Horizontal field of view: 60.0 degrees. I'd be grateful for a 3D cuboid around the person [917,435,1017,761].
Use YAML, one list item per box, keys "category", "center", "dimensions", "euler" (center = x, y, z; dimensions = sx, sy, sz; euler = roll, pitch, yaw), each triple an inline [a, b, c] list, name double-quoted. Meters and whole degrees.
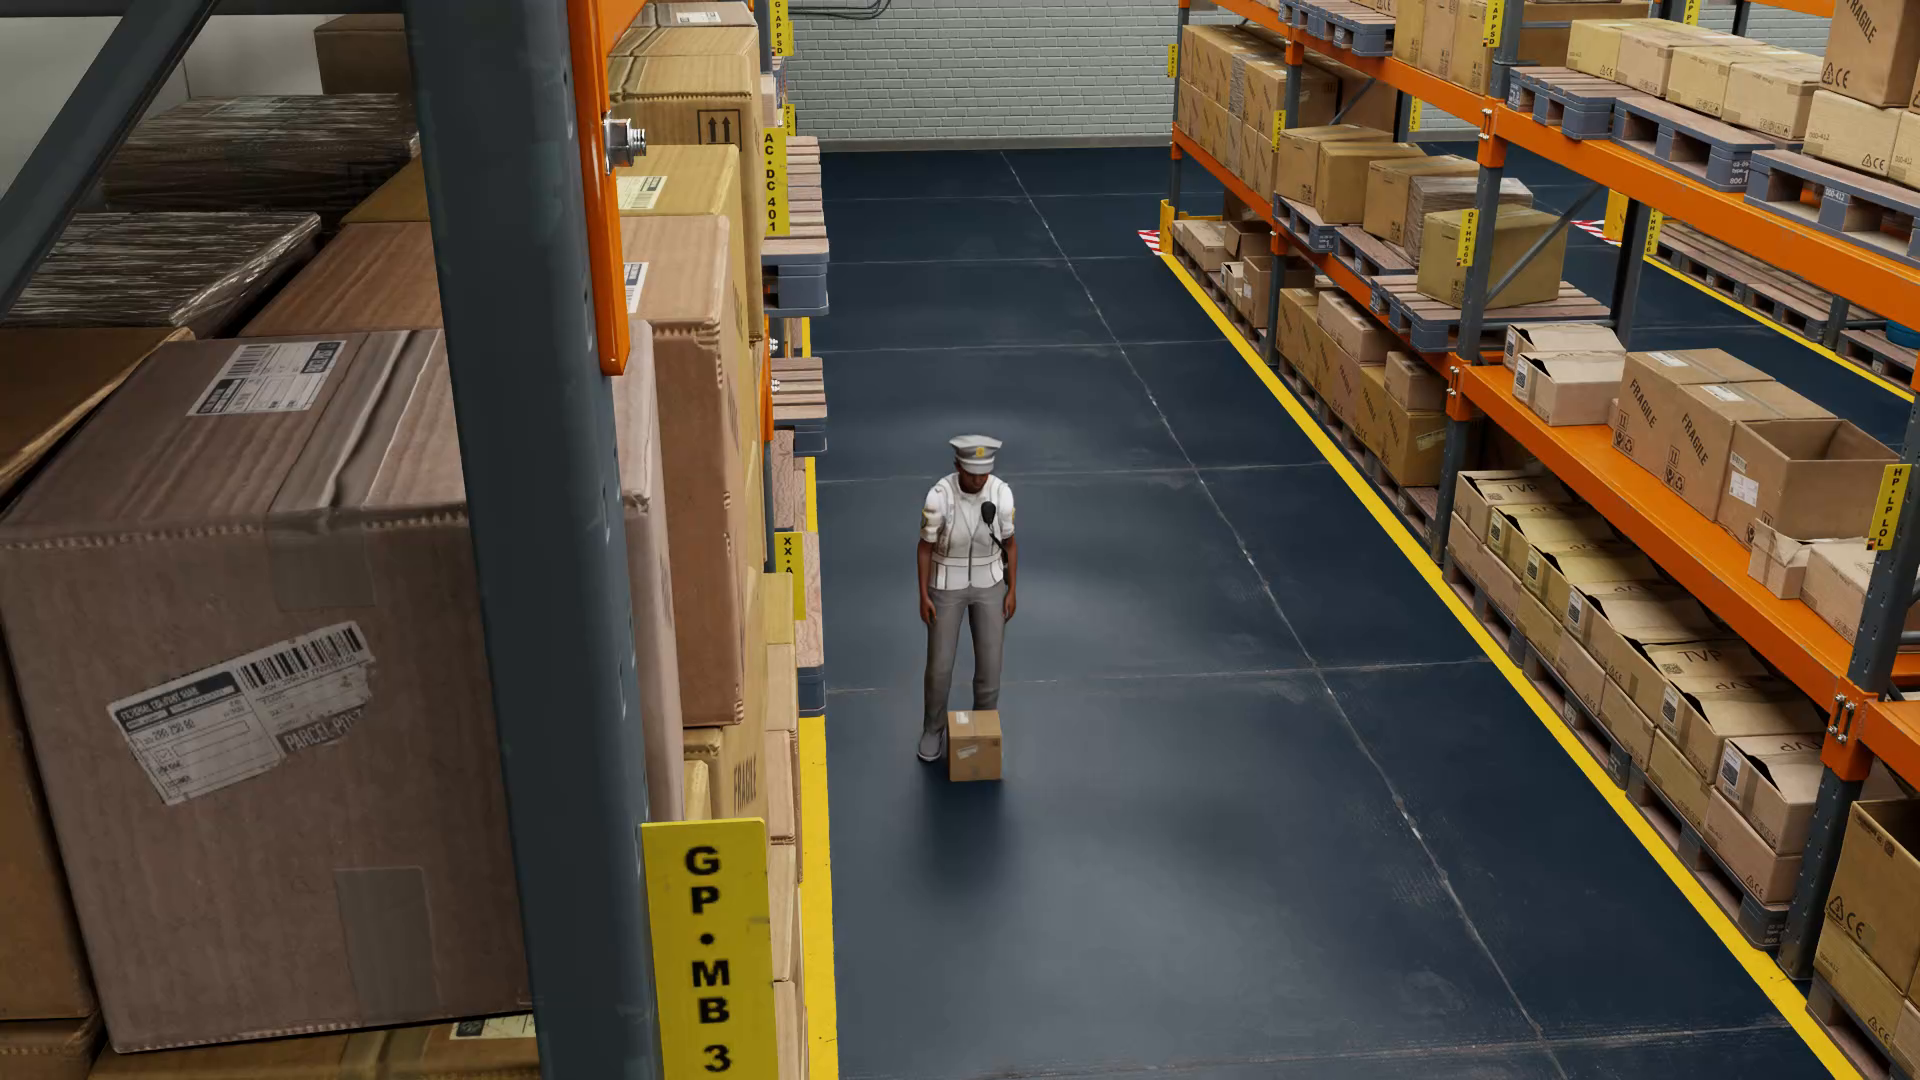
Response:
- category: "person"
  center: [0.032, 0.268, 7.999]
  dimensions: [0.510, 1.657, 0.425]
  euler: [-3, 24, -7]
